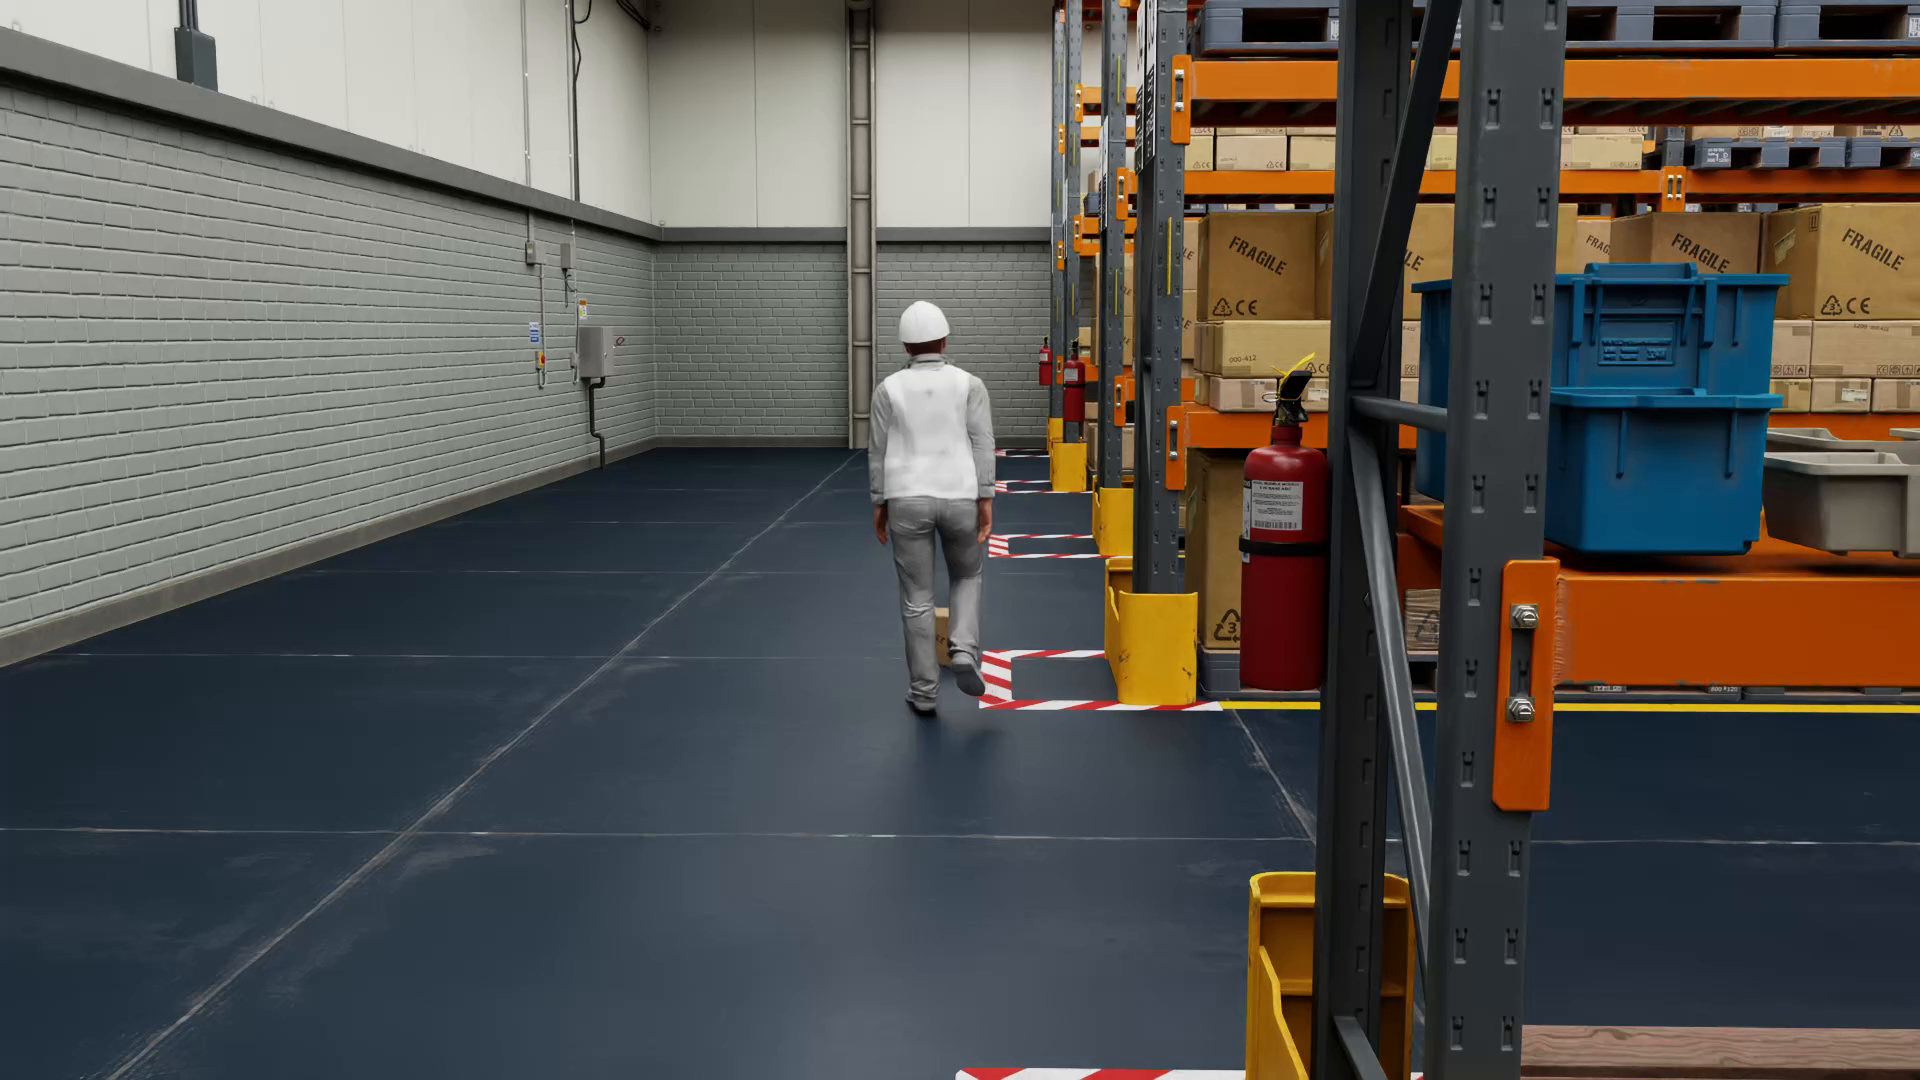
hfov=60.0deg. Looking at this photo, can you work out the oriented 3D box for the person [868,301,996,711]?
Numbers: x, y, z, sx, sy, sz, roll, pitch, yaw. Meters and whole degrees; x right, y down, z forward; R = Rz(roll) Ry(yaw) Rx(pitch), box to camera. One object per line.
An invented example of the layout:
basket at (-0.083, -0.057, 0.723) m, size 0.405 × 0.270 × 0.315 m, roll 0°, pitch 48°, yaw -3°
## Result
person at (-0.127, -0.161, 7.291) m, size 0.550 × 1.762 × 0.493 m, roll -1°, pitch 7°, yaw -6°
